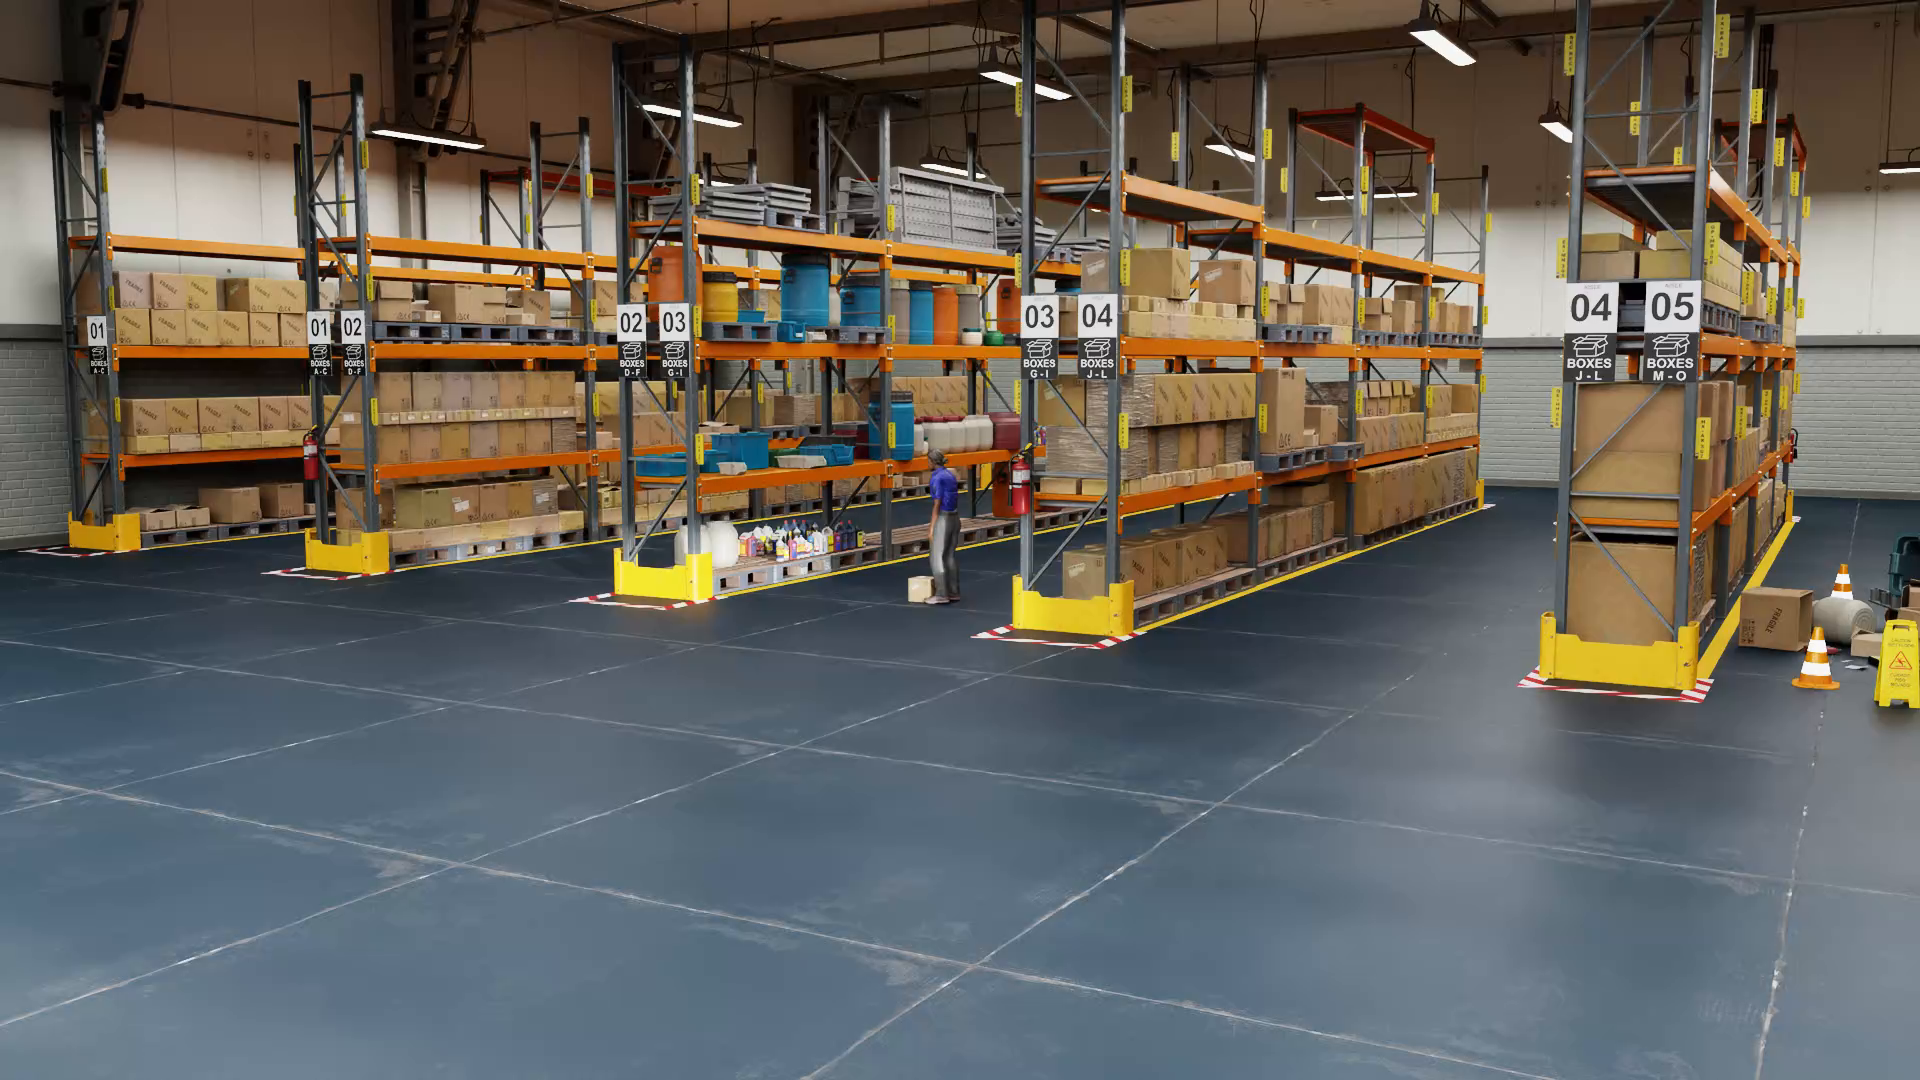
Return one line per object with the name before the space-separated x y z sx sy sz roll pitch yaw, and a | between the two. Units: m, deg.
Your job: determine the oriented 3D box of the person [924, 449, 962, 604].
person | -0.184 -0.154 17.845 0.353 1.654 0.518 3 7 27
